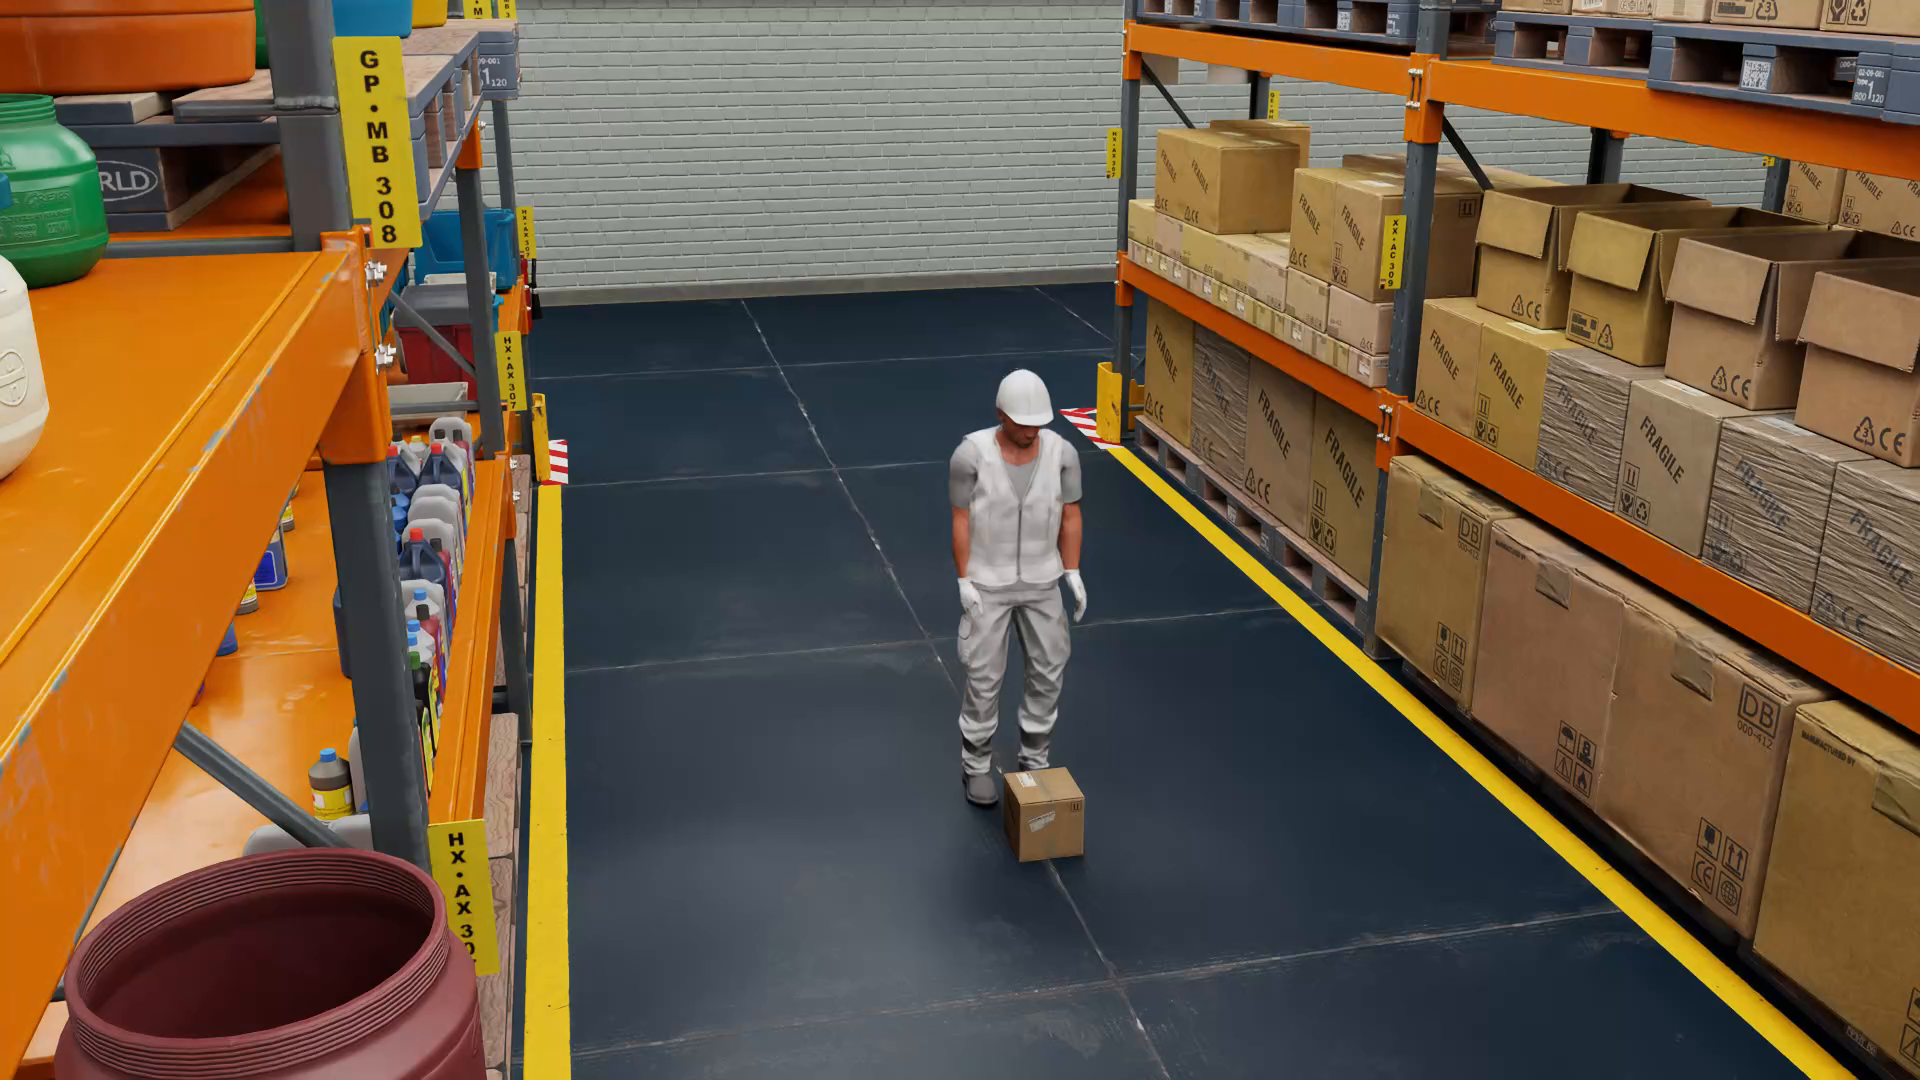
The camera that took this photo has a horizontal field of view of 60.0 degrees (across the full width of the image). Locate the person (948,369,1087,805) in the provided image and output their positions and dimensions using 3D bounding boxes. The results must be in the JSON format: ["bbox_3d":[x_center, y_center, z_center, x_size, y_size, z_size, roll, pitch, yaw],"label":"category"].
[{"bbox_3d":[0.228,0.185,6.541,0.533,1.767,0.388,-4,20,-11],"label":"person"}]
